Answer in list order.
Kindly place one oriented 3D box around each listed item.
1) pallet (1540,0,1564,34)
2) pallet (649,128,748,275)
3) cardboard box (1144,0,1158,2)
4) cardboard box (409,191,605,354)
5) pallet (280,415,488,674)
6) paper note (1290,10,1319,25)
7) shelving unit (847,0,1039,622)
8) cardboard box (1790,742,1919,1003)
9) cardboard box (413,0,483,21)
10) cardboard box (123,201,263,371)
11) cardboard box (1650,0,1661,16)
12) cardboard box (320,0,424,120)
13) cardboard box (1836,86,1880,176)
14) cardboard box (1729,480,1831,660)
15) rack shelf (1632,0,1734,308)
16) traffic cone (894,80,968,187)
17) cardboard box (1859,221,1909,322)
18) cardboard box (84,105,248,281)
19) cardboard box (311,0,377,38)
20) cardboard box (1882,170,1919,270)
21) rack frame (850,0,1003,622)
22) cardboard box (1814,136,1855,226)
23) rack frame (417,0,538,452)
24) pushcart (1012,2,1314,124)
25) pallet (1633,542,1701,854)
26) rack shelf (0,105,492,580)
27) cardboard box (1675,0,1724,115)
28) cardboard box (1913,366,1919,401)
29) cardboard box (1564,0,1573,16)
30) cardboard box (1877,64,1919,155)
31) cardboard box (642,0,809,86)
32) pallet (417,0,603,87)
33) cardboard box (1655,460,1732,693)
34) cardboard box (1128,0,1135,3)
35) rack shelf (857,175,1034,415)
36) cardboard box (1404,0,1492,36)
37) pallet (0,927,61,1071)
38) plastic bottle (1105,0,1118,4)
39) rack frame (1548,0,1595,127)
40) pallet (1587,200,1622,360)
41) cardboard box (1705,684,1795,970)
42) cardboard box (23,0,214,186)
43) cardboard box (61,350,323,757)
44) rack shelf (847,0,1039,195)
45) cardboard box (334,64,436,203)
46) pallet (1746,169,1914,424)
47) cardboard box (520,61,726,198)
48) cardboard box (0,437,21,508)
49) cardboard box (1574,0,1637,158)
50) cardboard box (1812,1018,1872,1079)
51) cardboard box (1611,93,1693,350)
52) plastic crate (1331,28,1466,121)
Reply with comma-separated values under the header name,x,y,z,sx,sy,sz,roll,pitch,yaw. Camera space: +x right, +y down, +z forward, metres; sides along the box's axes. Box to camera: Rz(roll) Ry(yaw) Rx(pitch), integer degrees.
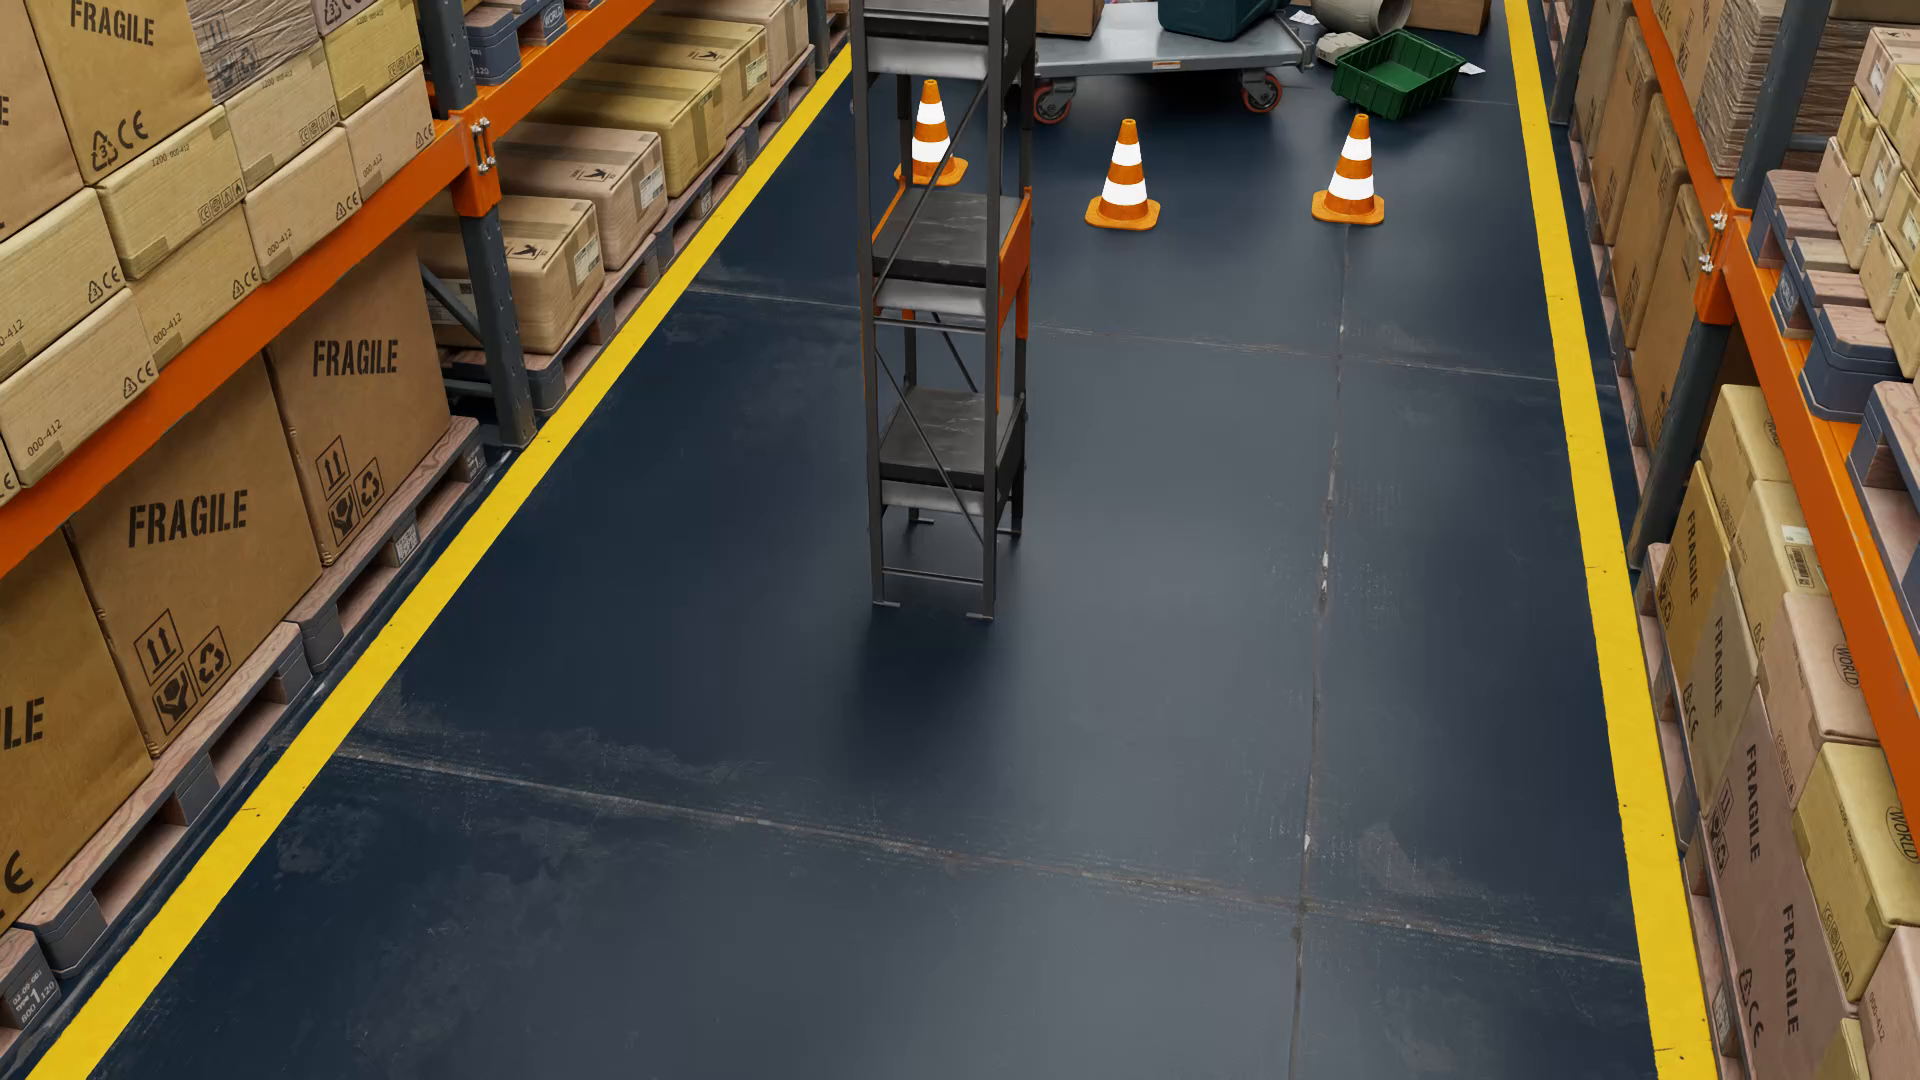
name,x,y,z,sx,sy,sz,roll,pitch,yaw
pallet,4.108,-3.373,10.224,1.003,0.211,1.213,7,37,10
pallet,-1.670,-1.659,7.860,1.003,0.211,1.213,7,37,10
cardboard box,1.514,-3.412,9.914,0.797,0.637,0.503,7,37,10
cardboard box,-1.970,-1.072,6.555,0.950,0.372,0.625,5,36,7
pallet,-2.343,-0.072,5.669,1.003,0.211,1.213,7,37,10
paper note,2.113,-3.177,10.114,0.172,0.023,0.155,20,41,26
shelving unit,-0.035,-0.755,5.003,0.431,2.100,0.503,7,37,10
cardboard box,2.036,0.694,3.369,0.500,0.250,0.500,6,36,8
cardboard box,-1.850,-1.875,5.637,0.380,0.149,0.250,5,36,7
cardboard box,-2.172,-0.679,4.258,0.500,0.250,0.500,7,37,9
cardboard box,2.910,-2.280,6.255,0.500,0.500,0.500,8,37,11
cardboard box,-1.956,-1.476,4.932,0.500,0.250,0.500,7,37,10
cardboard box,2.457,-1.018,4.201,0.380,0.149,0.250,9,37,12
cardboard box,2.264,0.113,4.171,0.500,0.250,0.500,7,37,9
rack shelf,3.184,-1.936,6.478,1.077,0.370,4.000,7,37,10
traffic cone,-0.144,-2.023,8.147,0.336,0.463,0.334,7,37,10
cardboard box,2.349,-0.609,3.891,0.380,0.149,0.250,9,37,12
cardboard box,-2.151,-0.885,4.117,0.500,0.250,0.500,6,36,9
cardboard box,-1.956,-1.760,4.684,0.500,0.500,0.500,6,36,9
cardboard box,2.347,-0.709,3.774,0.380,0.149,0.250,6,36,9
rack frame,-0.087,-0.615,4.810,0.400,2.100,0.015,7,37,10
cardboard box,2.464,-0.918,4.317,0.380,0.149,0.250,7,36,9
rack frame,-2.101,-1.643,5.461,1.000,3.000,0.127,7,37,10
pushcart,0.991,-2.618,9.040,1.648,0.377,0.936,-5,36,-6
pallet,2.588,0.496,4.886,1.003,0.211,1.213,7,37,10
rack shelf,-2.528,-0.206,4.091,1.077,0.370,4.000,7,37,10
cardboard box,2.698,-1.699,5.453,0.500,0.500,0.500,7,37,10
cardboard box,2.238,-0.302,3.466,0.380,0.149,0.250,8,37,11
cardboard box,4.002,-3.553,9.549,0.875,0.875,0.875,8,37,10
cardboard box,2.414,-0.995,3.916,0.380,0.149,0.250,6,36,9
cardboard box,-1.356,-2.742,8.858,0.950,0.372,0.625,8,37,11
pallet,-2.053,-1.988,6.100,1.213,0.211,1.003,7,37,10
cardboard box,2.356,0.135,4.780,0.500,0.500,0.500,6,36,8
cardboard box,1.024,-3.028,9.701,0.258,0.266,0.396,-17,39,-22
rack shelf,-0.035,-0.744,5.011,0.431,0.518,0.480,7,37,10
cardboard box,2.940,-3.382,9.988,0.500,0.500,0.500,14,38,18
pallet,-2.864,1.327,3.739,1.003,0.211,1.213,7,37,10
plastic bottle,0.861,-3.252,10.184,0.133,0.061,0.283,14,38,18
rack frame,3.611,-3.374,7.849,1.000,3.000,0.127,7,37,10
pallet,3.261,-1.092,7.076,1.003,0.211,1.213,7,37,10
cardboard box,2.147,0.718,3.975,0.500,0.500,0.500,6,36,9
cardboard box,-2.170,-1.180,3.885,0.500,0.500,0.500,7,37,10
cardboard box,-2.524,-0.057,4.725,0.875,0.875,0.875,8,37,11
rack shelf,-0.035,-1.311,4.600,0.431,0.518,0.480,7,37,10
cardboard box,-1.955,-1.260,5.061,0.500,0.250,0.500,6,36,8
pallet,2.708,-0.581,4.159,1.213,0.211,1.003,7,37,10
cardboard box,-1.653,-1.930,7.739,0.950,0.372,0.625,8,37,12
cardboard box,-2.369,-0.097,3.456,0.500,0.250,0.500,7,37,10
cardboard box,3.566,-2.266,7.880,1.050,0.750,0.750,7,37,10
cardboard box,1.924,1.304,3.166,0.500,0.500,0.500,6,36,9
cardboard box,3.158,-1.179,6.381,1.050,0.750,0.750,8,37,11
plastic crate,2.368,-2.523,9.022,0.450,0.188,0.662,36,48,26
